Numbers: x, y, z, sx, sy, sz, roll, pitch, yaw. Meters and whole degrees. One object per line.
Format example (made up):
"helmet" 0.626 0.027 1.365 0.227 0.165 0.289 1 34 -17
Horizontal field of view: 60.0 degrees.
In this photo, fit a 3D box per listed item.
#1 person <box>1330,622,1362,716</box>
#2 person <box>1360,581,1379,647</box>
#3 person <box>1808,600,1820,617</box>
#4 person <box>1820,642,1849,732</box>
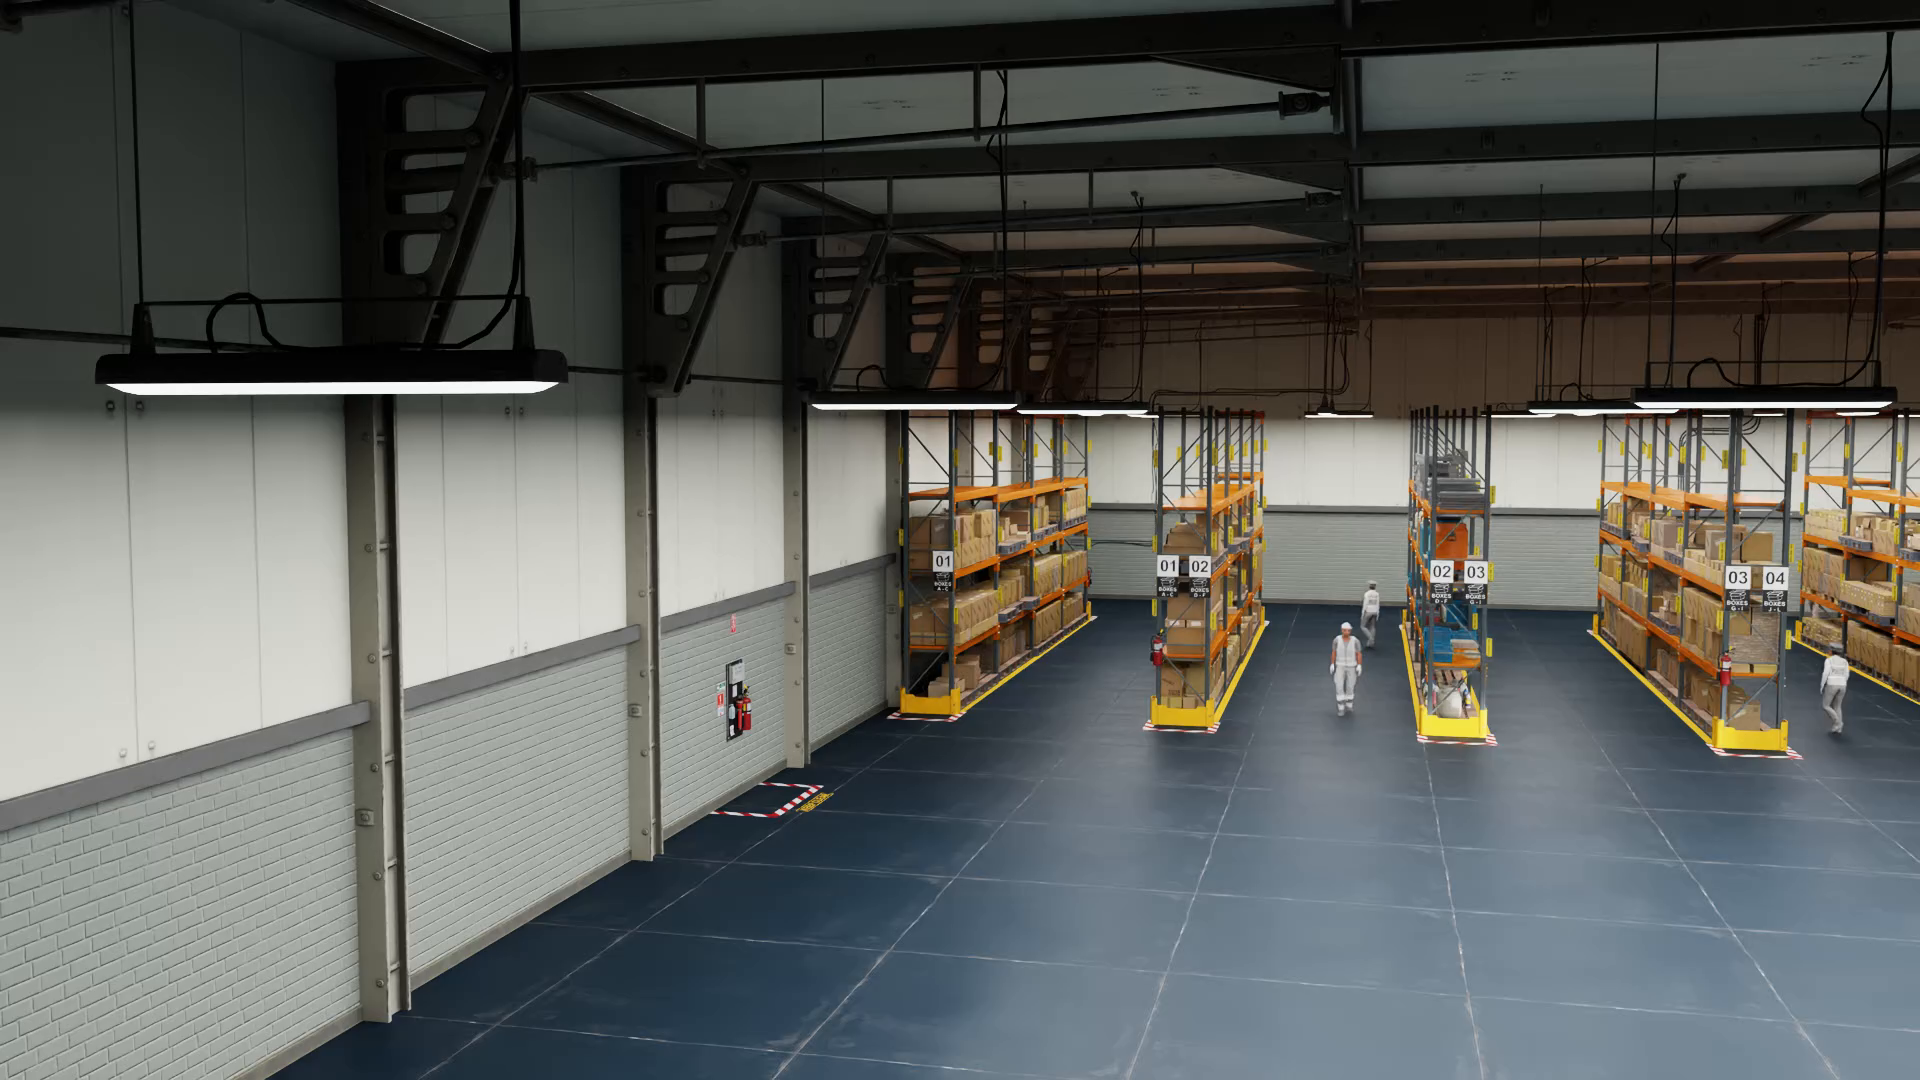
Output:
"person" 7.540 2.522 32.476 0.610 1.846 0.557 1 4 15
"person" 10.378 1.872 41.947 0.506 1.679 0.476 -2 5 -26
"person" 24.019 1.520 46.699 1.120 1.664 0.570 -4 6 -43
"person" 16.086 2.725 30.504 0.555 1.633 0.657 0 4 -1
